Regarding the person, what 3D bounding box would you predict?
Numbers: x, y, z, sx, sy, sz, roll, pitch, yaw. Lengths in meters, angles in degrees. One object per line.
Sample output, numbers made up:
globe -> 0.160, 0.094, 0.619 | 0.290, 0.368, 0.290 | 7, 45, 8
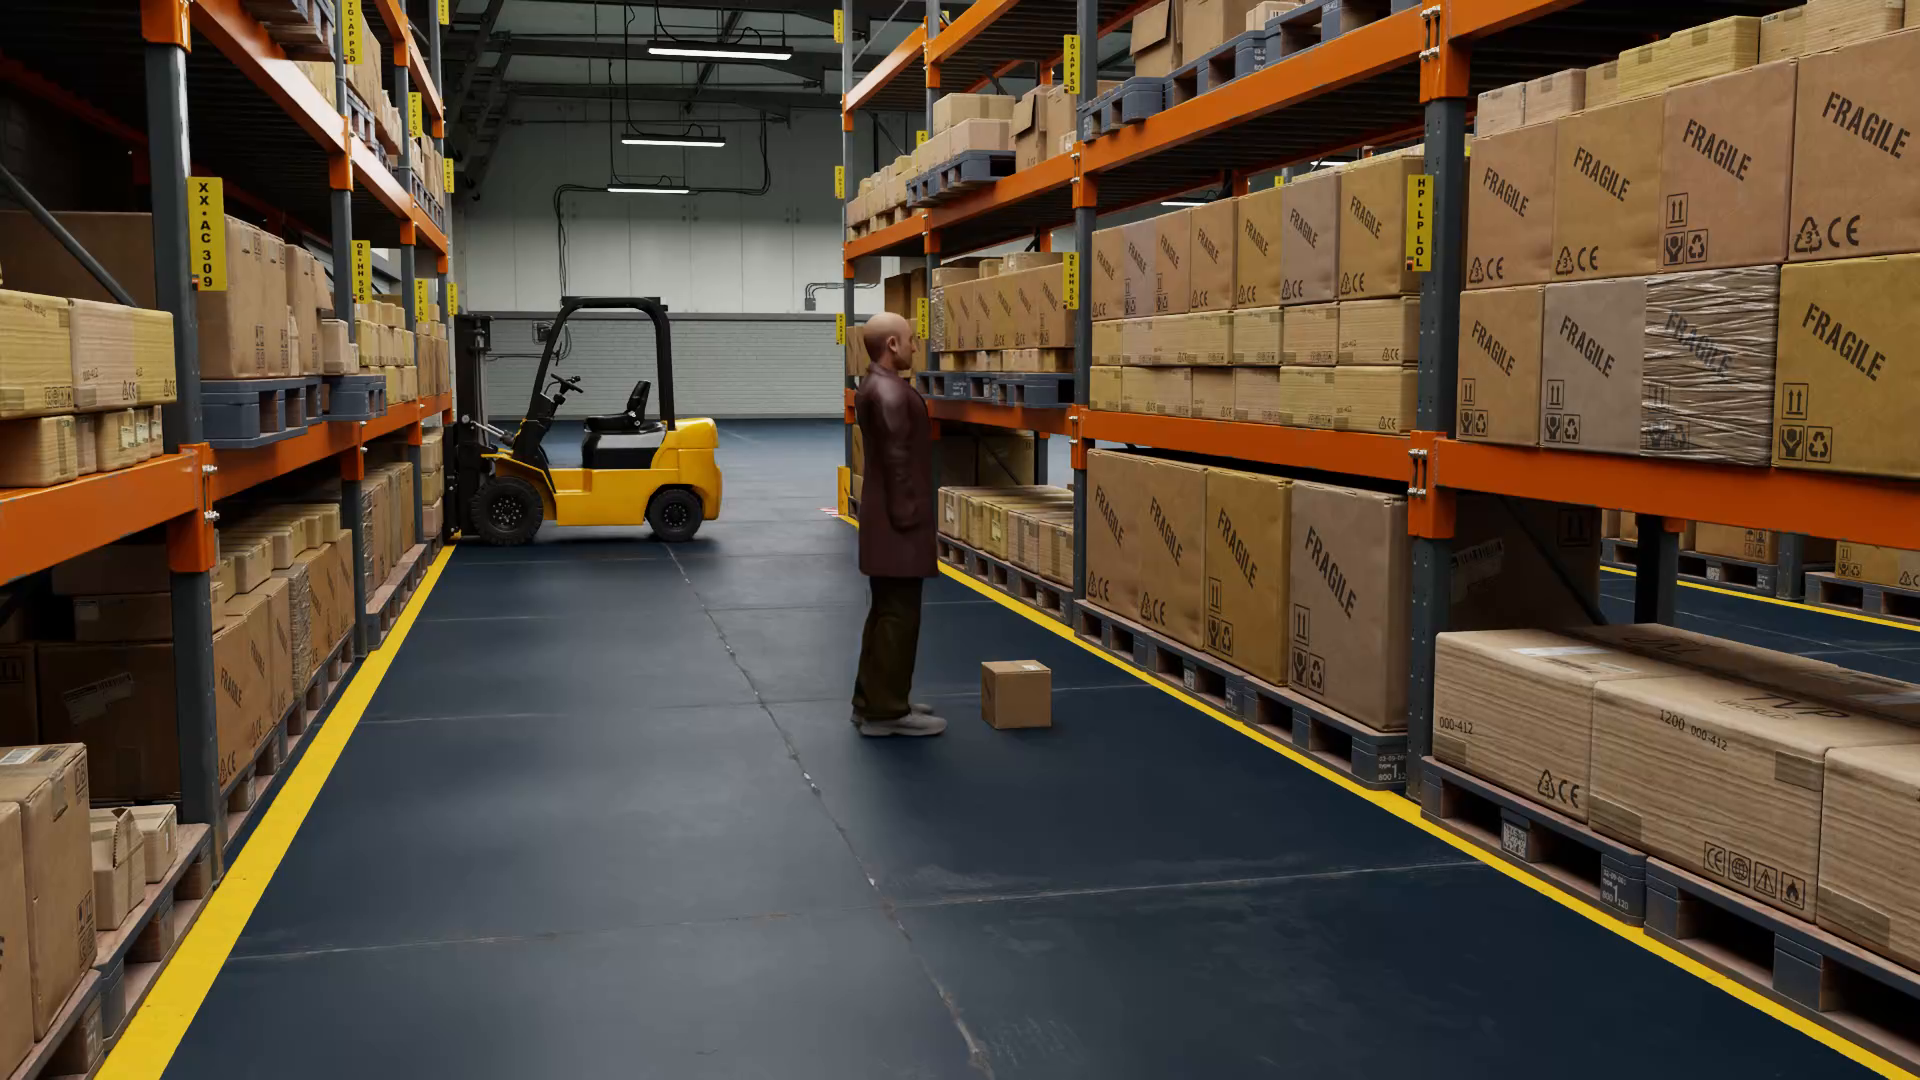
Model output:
person -> -0.271, -0.074, 7.093 | 0.377, 1.778, 0.559 | -1, 6, -12
